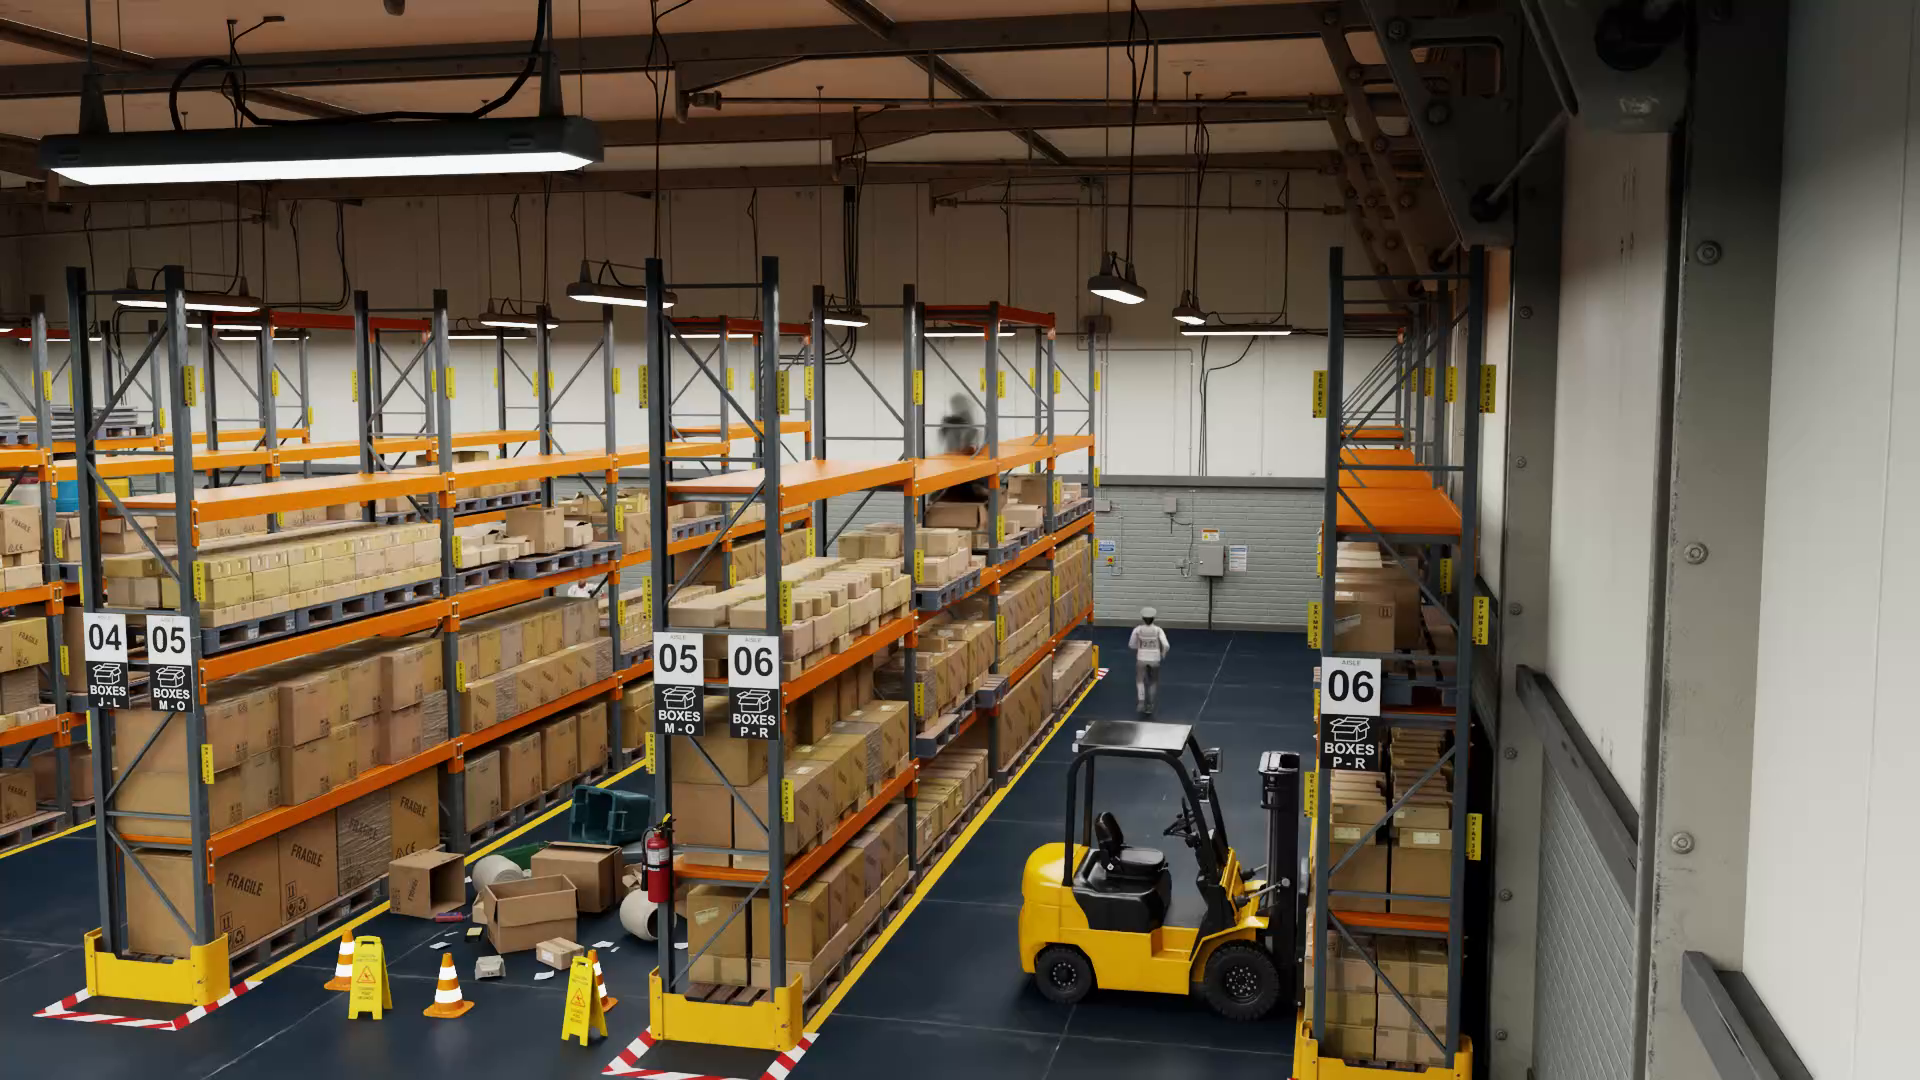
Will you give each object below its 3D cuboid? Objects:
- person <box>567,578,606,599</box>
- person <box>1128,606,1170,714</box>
[{"bbox_3d":[-6.480,1.375,28.740,0.634,1.784,0.990,1,6,7],"label":"person"},{"bbox_3d":[2.827,1.818,24.928,0.624,1.659,0.758,1,6,8],"label":"person"}]
